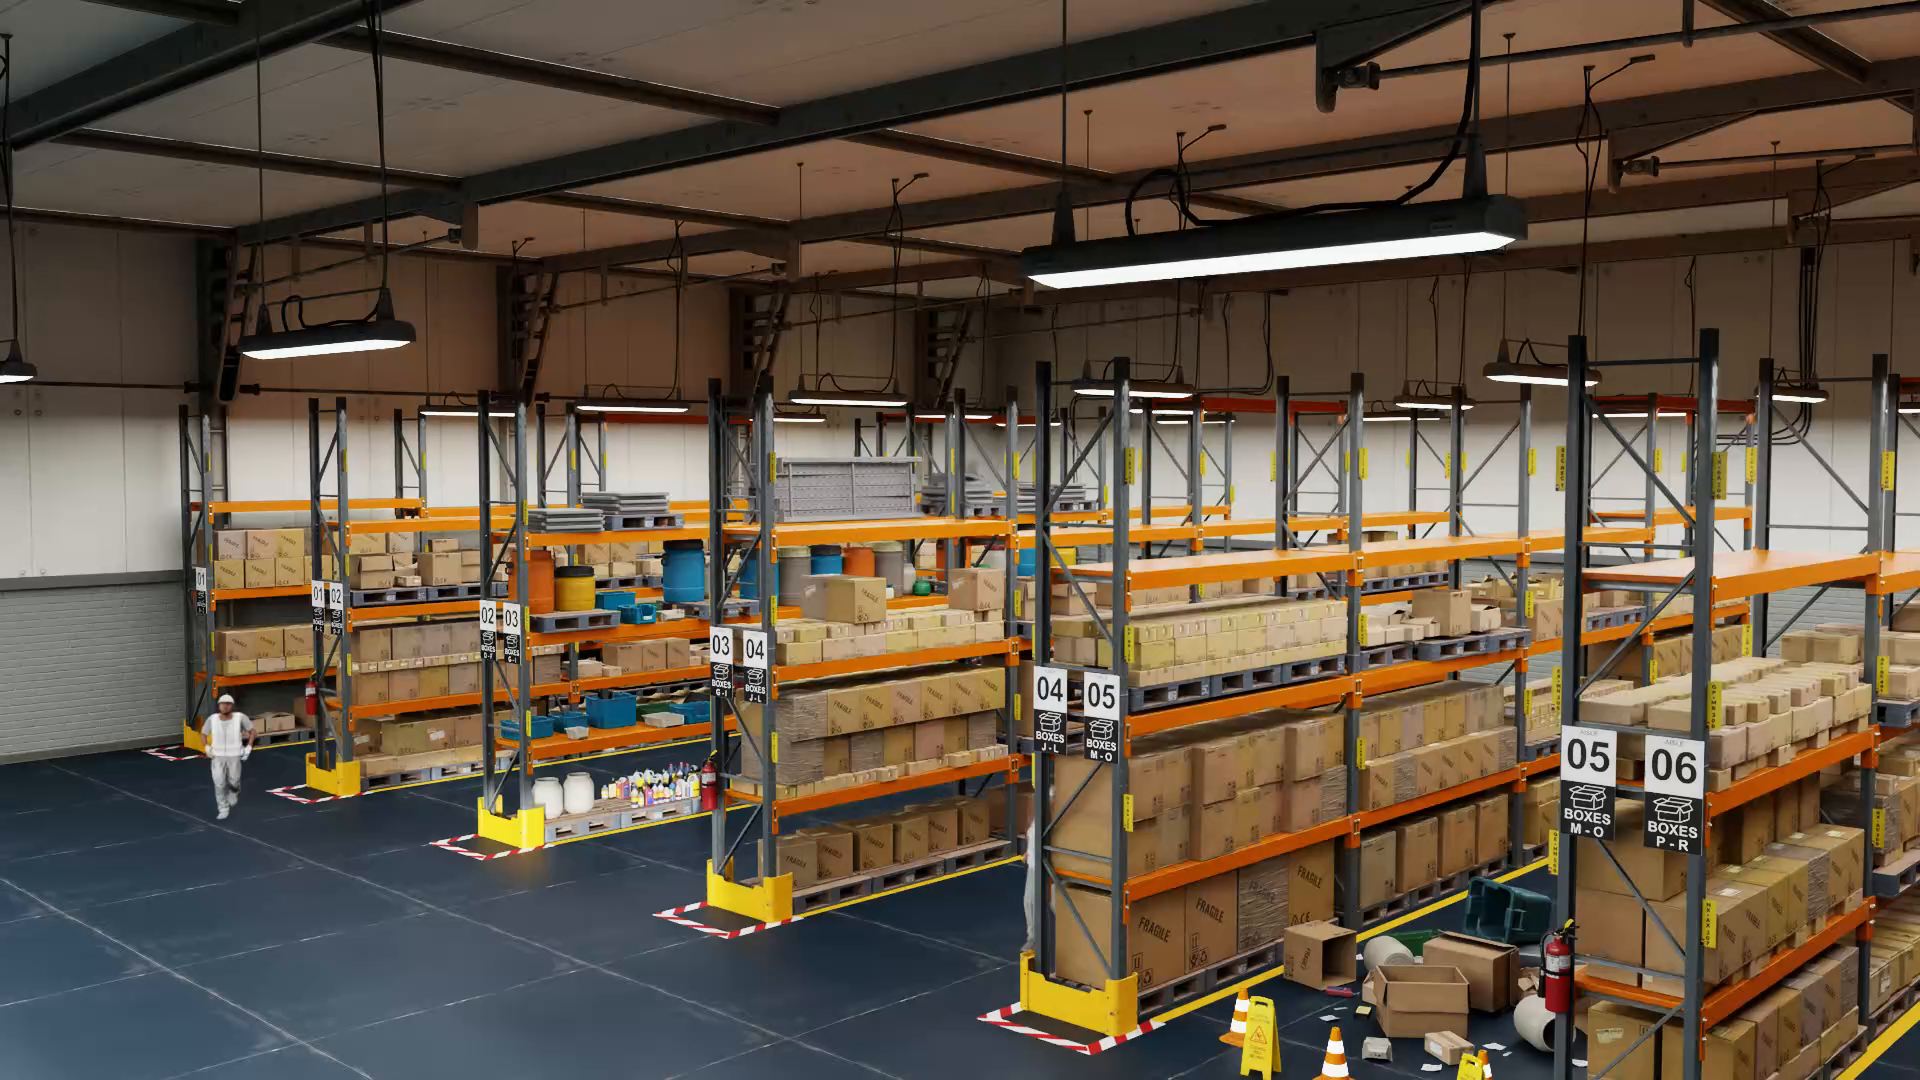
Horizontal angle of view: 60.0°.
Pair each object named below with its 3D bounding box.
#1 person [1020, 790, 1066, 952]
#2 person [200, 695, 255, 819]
[{"bbox_3d":[0.931,3.426,17.387,0.620,1.635,0.843,2,4,40],"label":"person"},{"bbox_3d":[-10.419,3.058,23.669,0.723,1.743,0.644,-1,3,-19],"label":"person"}]
